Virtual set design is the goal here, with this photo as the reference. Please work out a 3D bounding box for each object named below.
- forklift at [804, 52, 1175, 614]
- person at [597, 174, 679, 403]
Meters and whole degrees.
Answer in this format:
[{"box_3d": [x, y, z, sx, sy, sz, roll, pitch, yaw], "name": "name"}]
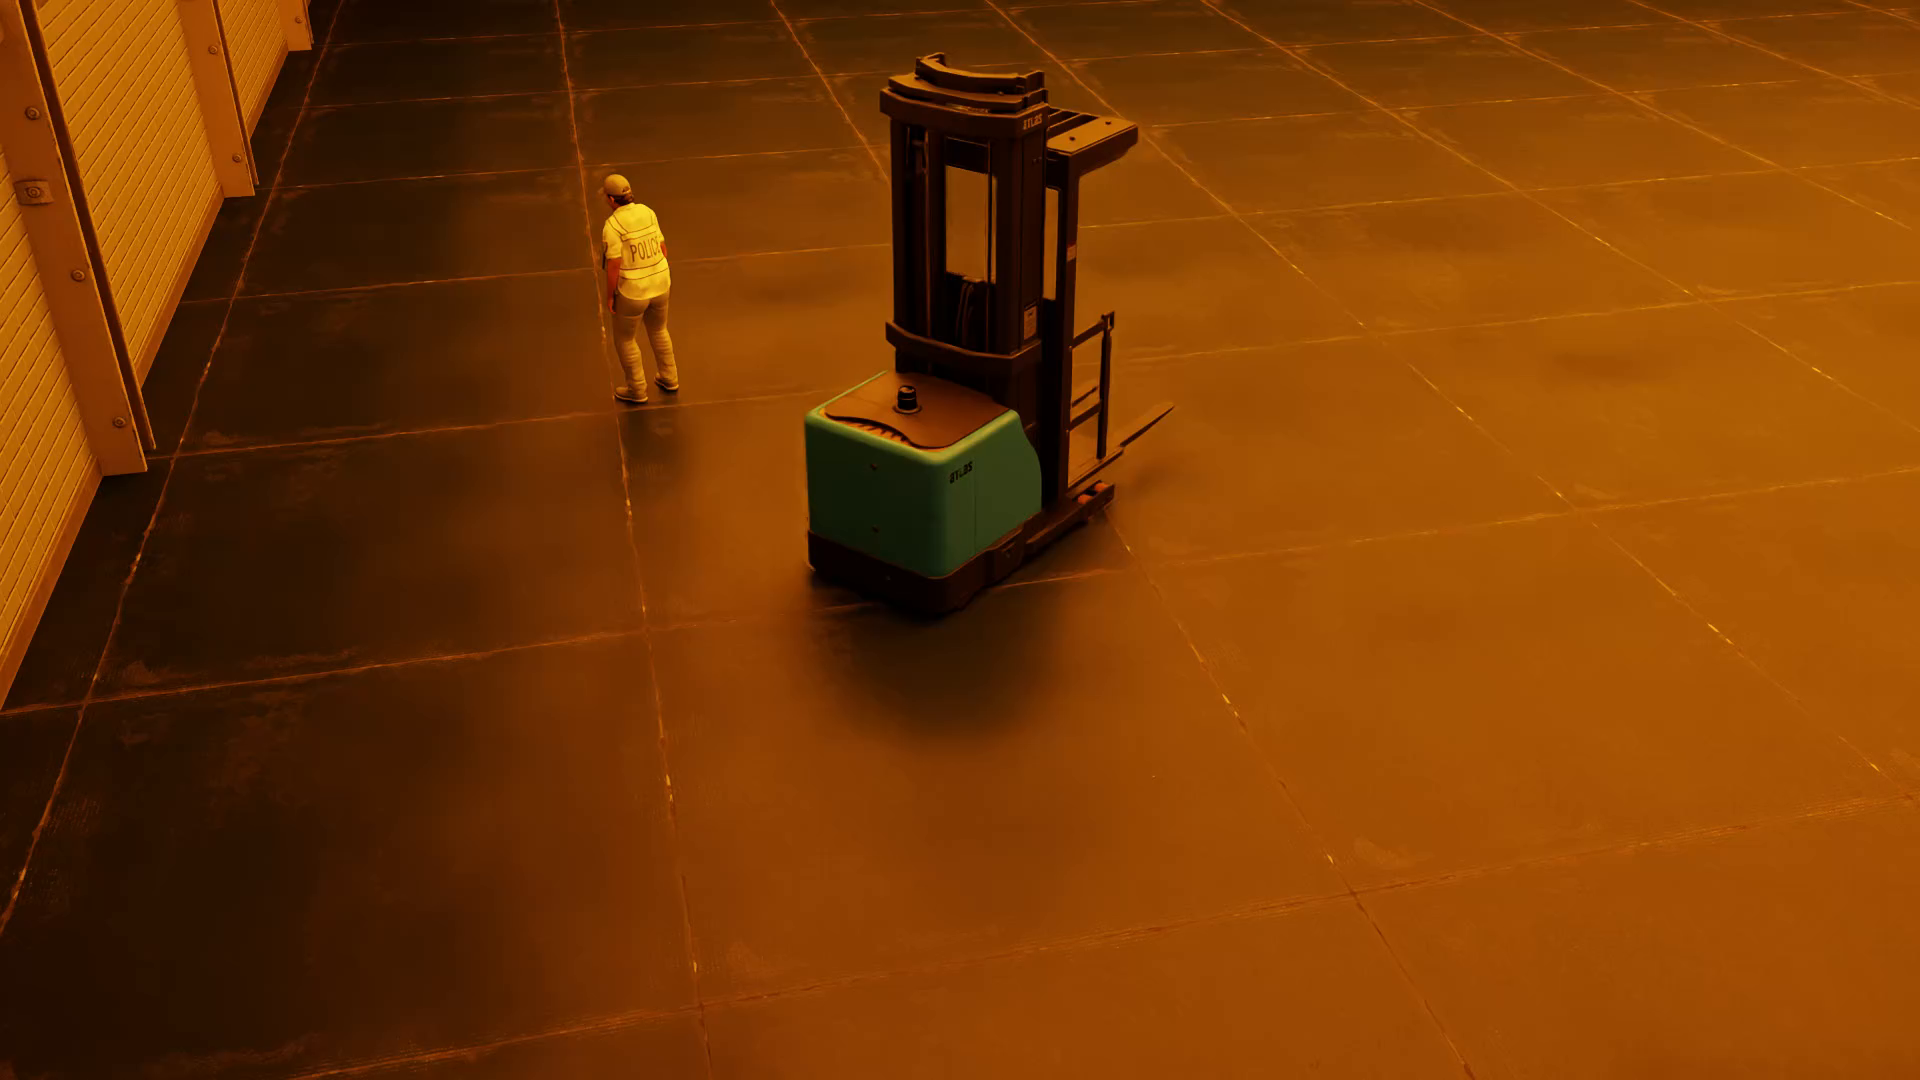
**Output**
[{"box_3d": [0.352, -1.525, 10.209, 1.130, 2.935, 3.031, 20, 36, 31], "name": "forklift"}, {"box_3d": [-2.328, -1.814, 11.974, 0.468, 1.665, 0.553, 24, 38, 35], "name": "person"}]
